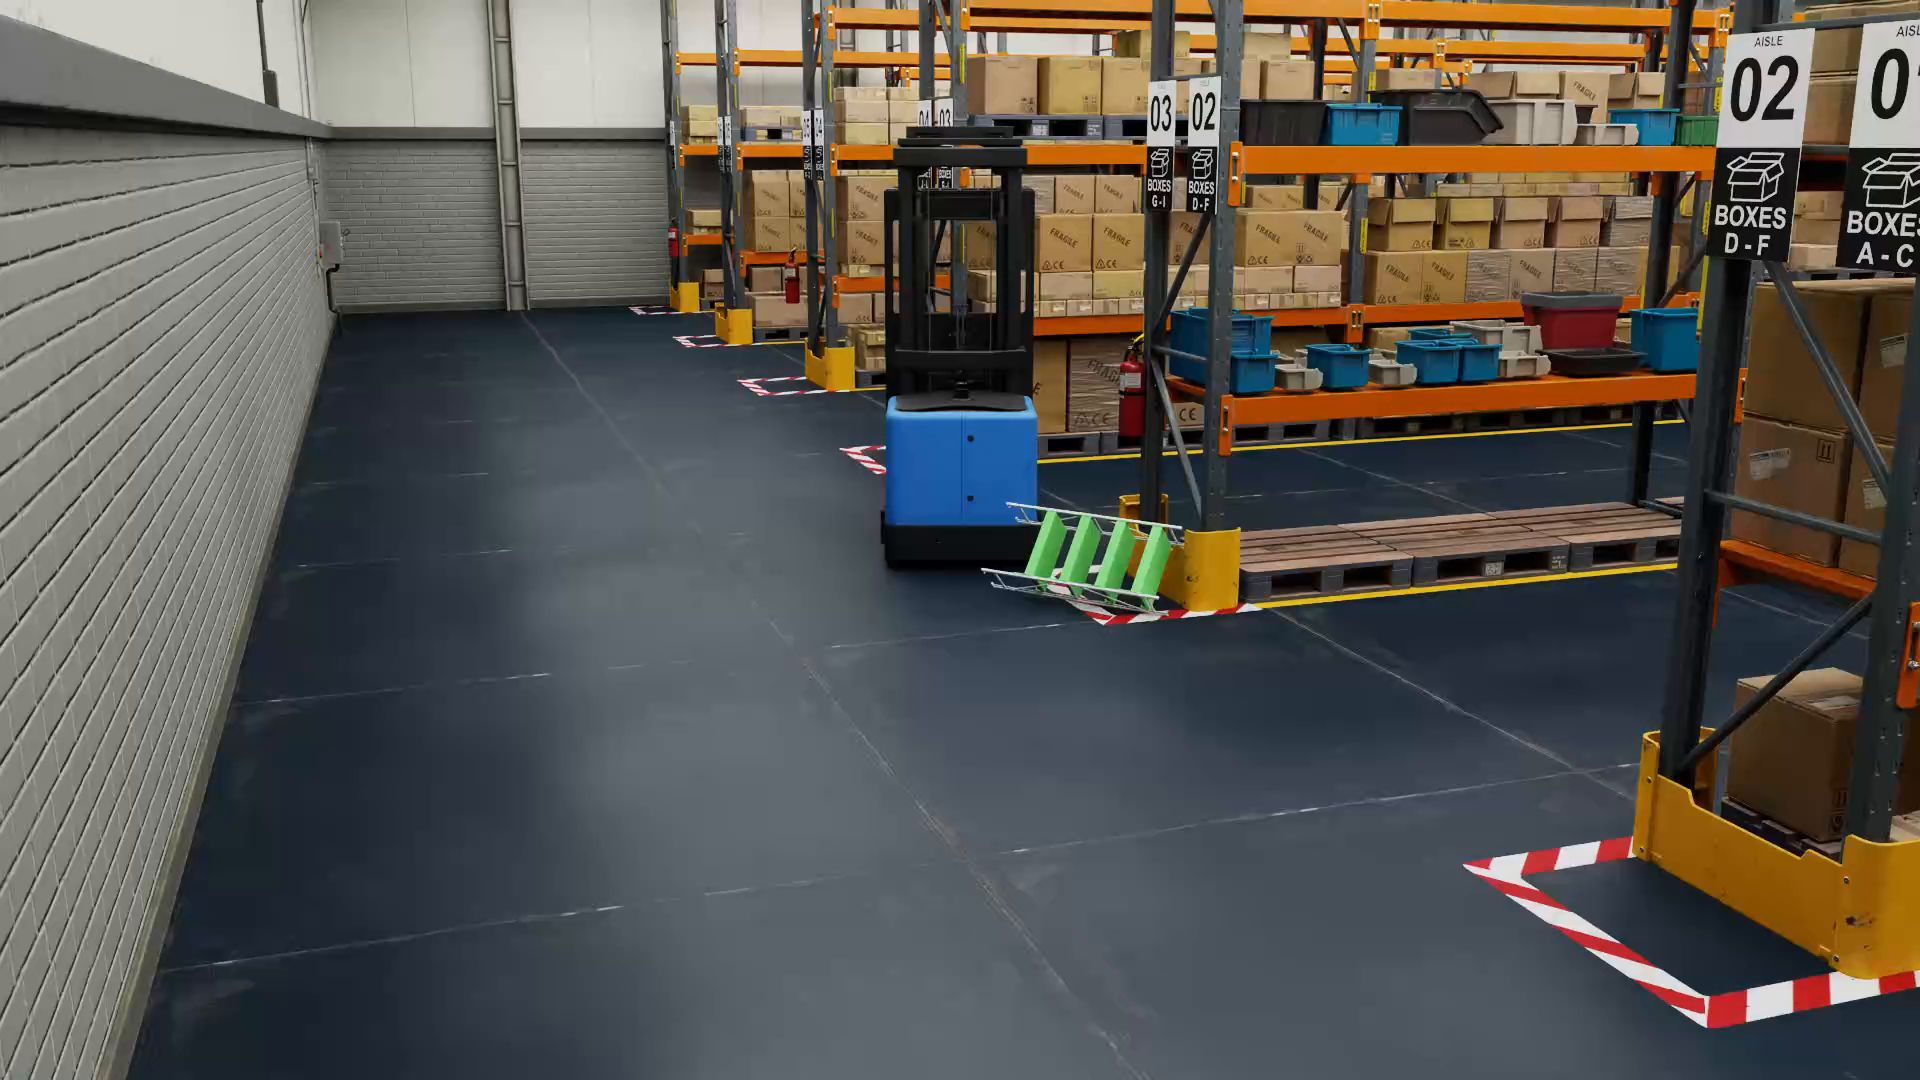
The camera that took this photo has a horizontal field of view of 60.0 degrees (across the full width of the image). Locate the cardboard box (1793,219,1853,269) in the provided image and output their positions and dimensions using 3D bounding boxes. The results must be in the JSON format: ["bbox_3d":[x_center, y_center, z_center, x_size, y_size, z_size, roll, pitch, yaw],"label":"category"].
[{"bbox_3d":[9.604,-3.235,18.129,0.637,0.503,0.797,-3,14,-12],"label":"cardboard box"}]

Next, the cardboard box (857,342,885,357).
[{"bbox_3d":[-1.064,-2.283,19.867,0.250,0.149,0.380,-4,14,-16],"label":"cardboard box"}]

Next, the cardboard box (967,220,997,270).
[{"bbox_3d":[0.222,-2.773,15.379,0.500,0.500,0.500,-4,14,-17],"label":"cardboard box"}]

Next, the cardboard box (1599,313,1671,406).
[{"bbox_3d":[6.765,-1.958,17.574,0.875,0.875,1.225,-5,14,-21],"label":"cardboard box"}]

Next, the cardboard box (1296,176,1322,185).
[{"bbox_3d":[5.726,-5.903,27.308,0.250,0.149,0.380,-5,14,-21],"label":"cardboard box"}]

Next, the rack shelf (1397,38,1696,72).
[{"bbox_3d":[7.835,-6.450,22.232,4.000,0.370,1.077,-4,14,-18],"label":"rack shelf"}]

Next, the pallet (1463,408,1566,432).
[{"bbox_3d":[5.501,-1.346,17.345,1.213,0.211,1.003,-4,14,-18],"label":"pallet"}]

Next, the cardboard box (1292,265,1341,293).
[{"bbox_3d":[3.300,-2.520,15.935,0.500,0.250,0.500,-5,14,-19],"label":"cardboard box"}]

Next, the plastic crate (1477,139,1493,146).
[{"bbox_3d":[3.303,-2.694,11.076,0.530,0.136,0.437,-4,14,-18],"label":"plastic crate"}]

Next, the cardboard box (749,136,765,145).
[{"bbox_3d":[-3.524,-6.871,28.609,0.250,0.149,0.380,-4,14,-18],"label":"cardboard box"}]

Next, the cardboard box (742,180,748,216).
[{"bbox_3d":[-2.936,-5.039,24.469,0.500,0.500,0.500,-4,14,-16],"label":"cardboard box"}]

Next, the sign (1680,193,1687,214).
[{"bbox_3d":[9.913,-4.630,22.796,0.005,0.325,0.100,-4,14,-18],"label":"sign"}]

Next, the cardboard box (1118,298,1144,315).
[{"bbox_3d":[1.503,-2.170,15.326,0.250,0.149,0.380,-5,14,-19],"label":"cardboard box"}]

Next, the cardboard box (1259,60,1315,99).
[{"bbox_3d":[2.912,-4.228,15.614,0.500,0.500,0.700,-5,14,-21],"label":"cardboard box"}]

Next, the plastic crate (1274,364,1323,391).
[{"bbox_3d":[2.093,-1.009,10.343,0.298,0.136,0.250,-4,14,-18],"label":"plastic crate"}]

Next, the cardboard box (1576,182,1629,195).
[{"bbox_3d":[8.775,-4.682,22.970,0.500,0.500,0.700,-5,14,-19],"label":"cardboard box"}]

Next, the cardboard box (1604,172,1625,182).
[{"bbox_3d":[10.951,-6.156,28.520,0.500,0.500,0.700,-4,14,-18],"label":"cardboard box"}]

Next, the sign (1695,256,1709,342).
[{"bbox_3d":[2.842,-0.910,6.302,0.005,0.325,0.100,-4,14,-18],"label":"sign"}]

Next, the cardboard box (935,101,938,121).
[{"bbox_3d":[-0.166,-5.016,19.512,0.500,0.250,0.500,-4,14,-17],"label":"cardboard box"}]

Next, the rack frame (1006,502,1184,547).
[{"bbox_3d":[0.868,-0.098,10.538,1.200,0.015,0.240,9,-26,27],"label":"rack frame"}]

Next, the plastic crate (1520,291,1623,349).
[{"bbox_3d":[4.288,-1.501,11.704,0.583,0.464,0.402,-4,14,-18],"label":"plastic crate"}]

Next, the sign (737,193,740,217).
[{"bbox_3d":[-3.145,-4.754,23.604,0.005,0.325,0.100,-4,14,-18],"label":"sign"}]

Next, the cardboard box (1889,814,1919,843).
[{"bbox_3d":[3.506,1.148,6.046,0.250,0.149,0.380,-4,14,-18],"label":"cardboard box"}]

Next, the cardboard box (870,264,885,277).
[{"bbox_3d":[-1.003,-3.196,19.639,0.250,0.149,0.380,-4,14,-16],"label":"cardboard box"}]

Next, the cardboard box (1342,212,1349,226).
[{"bbox_3d":[4.883,-4.105,21.270,0.250,0.149,0.380,-4,14,-16],"label":"cardboard box"}]

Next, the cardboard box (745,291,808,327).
[{"bbox_3d":[-2.723,-3.445,24.772,0.875,0.438,0.875,-5,14,-20],"label":"cardboard box"}]

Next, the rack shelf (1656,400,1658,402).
[{"bbox_3d":[7.110,-1.249,12.468,4.000,0.370,1.077,-4,14,-18],"label":"rack shelf"}]

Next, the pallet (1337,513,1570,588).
[{"bbox_3d":[3.372,0.059,11.441,1.213,0.211,1.003,-4,14,-18],"label":"pallet"}]

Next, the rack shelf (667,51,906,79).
[{"bbox_3d":[-3.008,-8.219,28.813,4.000,0.370,1.077,-4,14,-18],"label":"rack shelf"}]

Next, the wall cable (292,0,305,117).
[{"bbox_3d":[-8.618,-6.853,21.508,0.029,3.000,0.463,-4,14,-18],"label":"wall cable"}]

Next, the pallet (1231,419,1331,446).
[{"bbox_3d":[2.889,-1.142,16.490,1.213,0.211,1.003,-4,14,-18],"label":"pallet"}]

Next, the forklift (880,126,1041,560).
[{"bbox_3d":[-0.009,-1.570,12.410,1.130,2.935,3.031,0,13,-1],"label":"forklift"}]

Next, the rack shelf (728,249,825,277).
[{"bbox_3d":[-1.421,-4.214,24.931,4.000,0.370,1.077,-4,14,-18],"label":"rack shelf"}]

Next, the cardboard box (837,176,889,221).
[{"bbox_3d":[-1.132,-3.993,19.427,0.500,0.500,0.500,-5,14,-18],"label":"cardboard box"}]

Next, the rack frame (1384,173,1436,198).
[{"bbox_3d":[5.940,-3.929,22.177,0.127,3.000,1.000,-4,14,-18],"label":"rack frame"}]

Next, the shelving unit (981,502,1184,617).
[{"bbox_3d":[0.787,0.113,10.444,1.200,0.503,0.258,9,-26,27],"label":"shelving unit"}]

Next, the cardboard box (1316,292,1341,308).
[{"bbox_3d":[3.450,-2.321,15.963,0.250,0.149,0.380,-4,14,-18],"label":"cardboard box"}]

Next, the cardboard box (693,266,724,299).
[{"bbox_3d":[-4.293,-4.519,29.145,0.637,0.503,0.797,-5,14,-20],"label":"cardboard box"}]

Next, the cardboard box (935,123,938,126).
[{"bbox_3d":[-0.151,-4.780,19.599,0.500,0.250,0.500,-5,14,-20],"label":"cardboard box"}]

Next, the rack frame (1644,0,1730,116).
[{"bbox_3d":[7.426,-5.752,16.878,0.127,3.000,1.000,-4,14,-18],"label":"rack frame"}]

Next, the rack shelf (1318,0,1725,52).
[{"bbox_3d":[5.531,-5.060,16.387,4.000,0.370,1.077,-4,14,-18],"label":"rack shelf"}]

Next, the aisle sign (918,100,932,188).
[{"bbox_3d":[-0.320,-3.568,15.043,0.004,0.787,0.394,-4,14,-18],"label":"aisle sign"}]

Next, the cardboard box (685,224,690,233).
[{"bbox_3d":[-4.675,-5.466,29.182,0.250,0.149,0.380,-5,14,-19],"label":"cardboard box"}]

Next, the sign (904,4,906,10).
[{"bbox_3d":[-0.957,-9.091,28.726,0.005,0.325,0.100,-4,14,-18],"label":"sign"}]

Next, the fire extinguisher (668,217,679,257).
[{"bbox_3d":[-4.895,-5.173,28.383,0.183,0.674,0.296,-4,14,-18],"label":"fire extinguisher"}]

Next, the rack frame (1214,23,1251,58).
[{"bbox_3d":[4.265,-7.925,26.015,0.127,3.000,1.000,-4,14,-18],"label":"rack frame"}]

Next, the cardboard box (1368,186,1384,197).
[{"bbox_3d":[6.731,-5.542,27.191,0.500,0.500,0.500,-4,14,-16],"label":"cardboard box"}]

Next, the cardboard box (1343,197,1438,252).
[{"bbox_3d":[4.238,-3.124,16.409,0.637,0.503,0.797,-5,14,-20],"label":"cardboard box"}]

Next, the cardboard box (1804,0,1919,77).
[{"bbox_3d":[3.405,-1.793,5.961,0.500,0.250,0.500,-4,14,-18],"label":"cardboard box"}]

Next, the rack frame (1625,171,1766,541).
[{"bbox_3d":[5.215,-1.452,11.764,0.127,3.000,1.000,-4,14,-18],"label":"rack frame"}]

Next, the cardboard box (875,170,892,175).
[{"bbox_3d":[-1.176,-5.368,24.448,0.250,0.149,0.380,-4,14,-18],"label":"cardboard box"}]

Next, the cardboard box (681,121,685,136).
[{"bbox_3d":[-4.569,-7.128,28.828,0.500,0.250,0.500,-5,14,-19],"label":"cardboard box"}]

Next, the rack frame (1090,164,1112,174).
[{"bbox_3d":[2.679,-6.095,31.285,0.127,3.000,1.000,-4,14,-18],"label":"rack frame"}]

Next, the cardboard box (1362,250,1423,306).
[{"bbox_3d":[4.151,-2.566,16.231,0.500,0.500,0.500,-4,14,-18],"label":"cardboard box"}]
